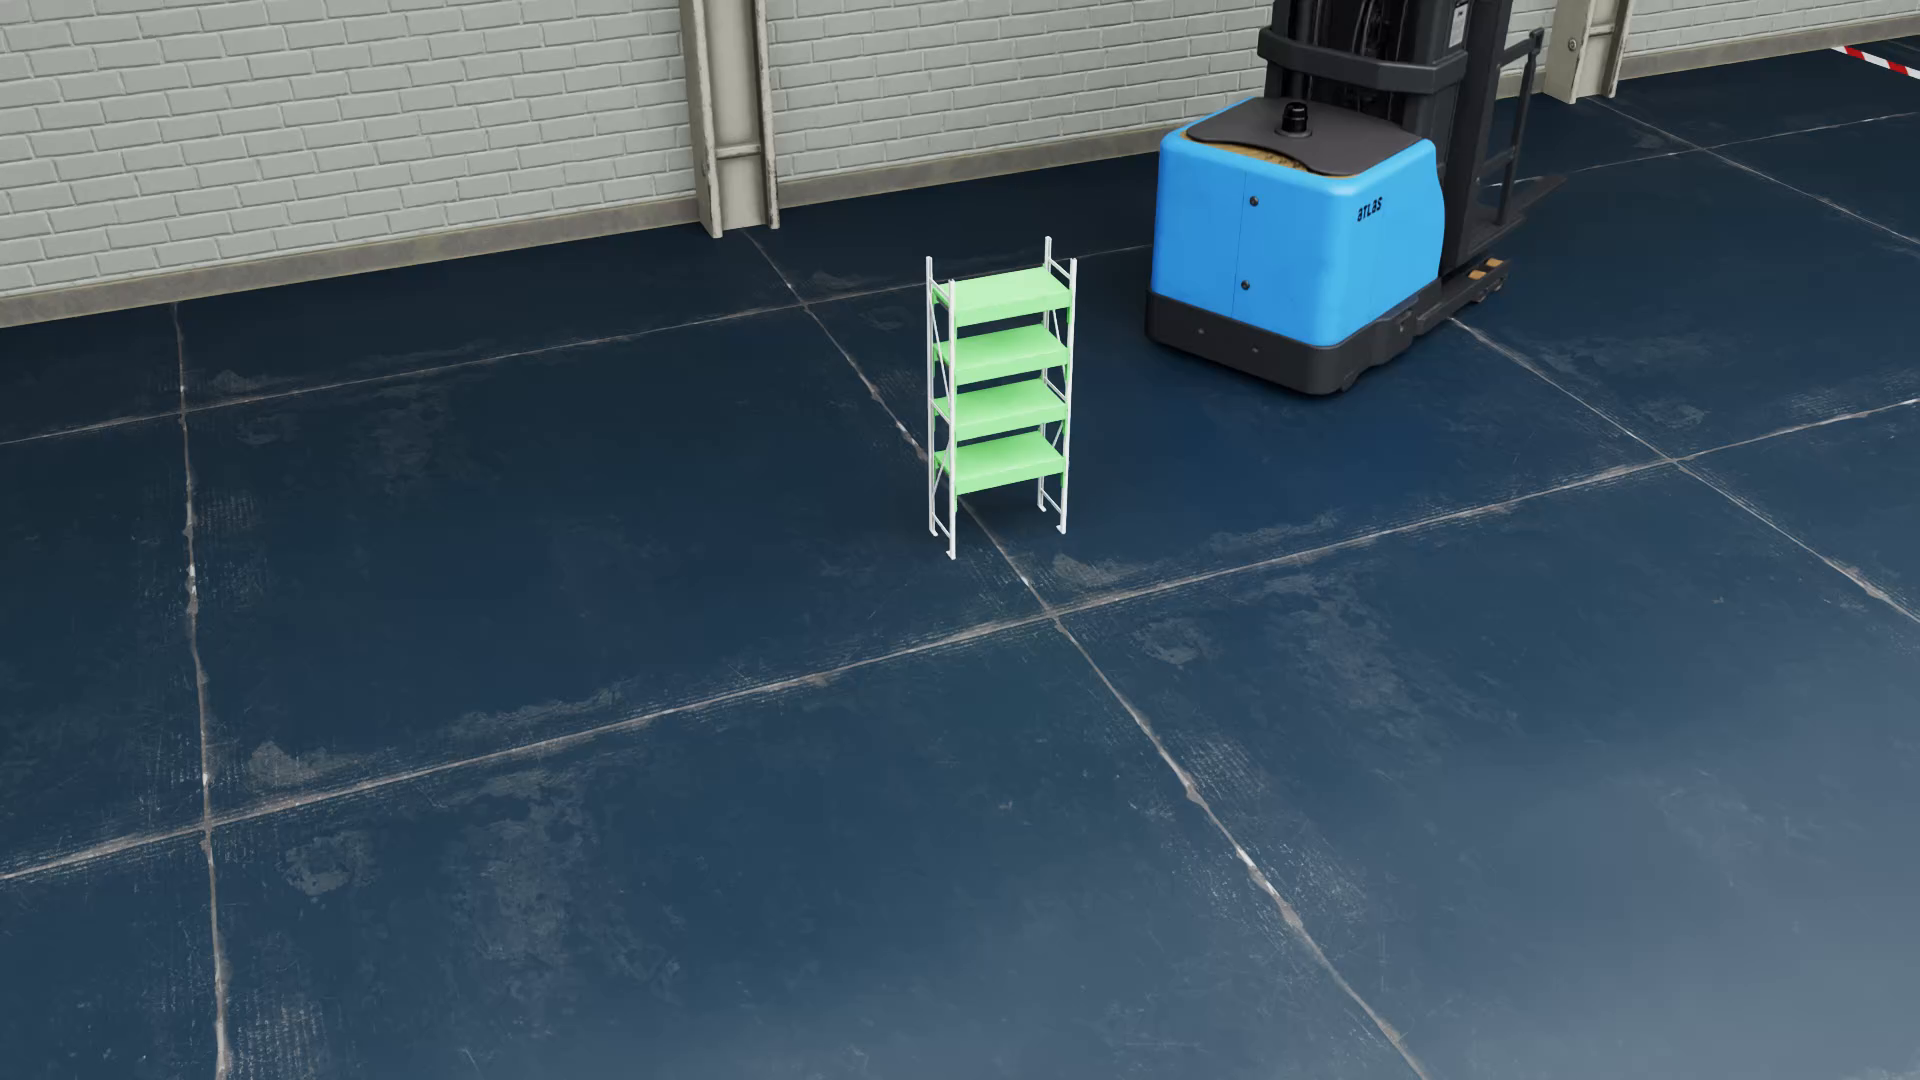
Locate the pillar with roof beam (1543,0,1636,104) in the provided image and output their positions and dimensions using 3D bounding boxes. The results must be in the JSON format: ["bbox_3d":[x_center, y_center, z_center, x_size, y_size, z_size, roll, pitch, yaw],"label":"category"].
[{"bbox_3d":[5.932,-4.691,5.709,0.400,9.000,9.100,-13,35,-19],"label":"pillar with roof beam"}]

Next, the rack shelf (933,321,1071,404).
[{"bbox_3d":[0.153,-0.685,6.380,0.480,0.148,0.258,-13,35,-19],"label":"rack shelf"}]

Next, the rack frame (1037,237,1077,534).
[{"bbox_3d":[0.378,-0.589,6.556,0.015,1.200,0.240,-13,35,-19],"label":"rack frame"}]

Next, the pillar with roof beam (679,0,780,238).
[{"bbox_3d":[0.399,-3.425,3.762,0.400,9.000,9.100,-13,35,-19],"label":"pillar with roof beam"}]

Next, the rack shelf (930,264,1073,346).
[{"bbox_3d":[0.153,-0.887,6.250,0.480,0.148,0.258,-13,35,-19],"label":"rack shelf"}]

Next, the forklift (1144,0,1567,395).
[{"bbox_3d":[2.249,-2.623,8.094,1.130,2.935,3.031,25,41,33],"label":"forklift"}]

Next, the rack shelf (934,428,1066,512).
[{"bbox_3d":[0.153,-0.283,6.642,0.480,0.148,0.258,-13,35,-19],"label":"rack shelf"}]

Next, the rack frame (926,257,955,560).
[{"bbox_3d":[-0.072,-0.486,6.397,0.015,1.200,0.240,-13,35,-19],"label":"rack frame"}]

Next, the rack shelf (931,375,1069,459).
[{"bbox_3d":[0.153,-0.484,6.511,0.480,0.148,0.258,-13,35,-19],"label":"rack shelf"}]

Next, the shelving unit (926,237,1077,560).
[{"bbox_3d":[0.153,-0.538,6.476,0.503,1.200,0.258,-13,35,-19],"label":"shelving unit"}]
